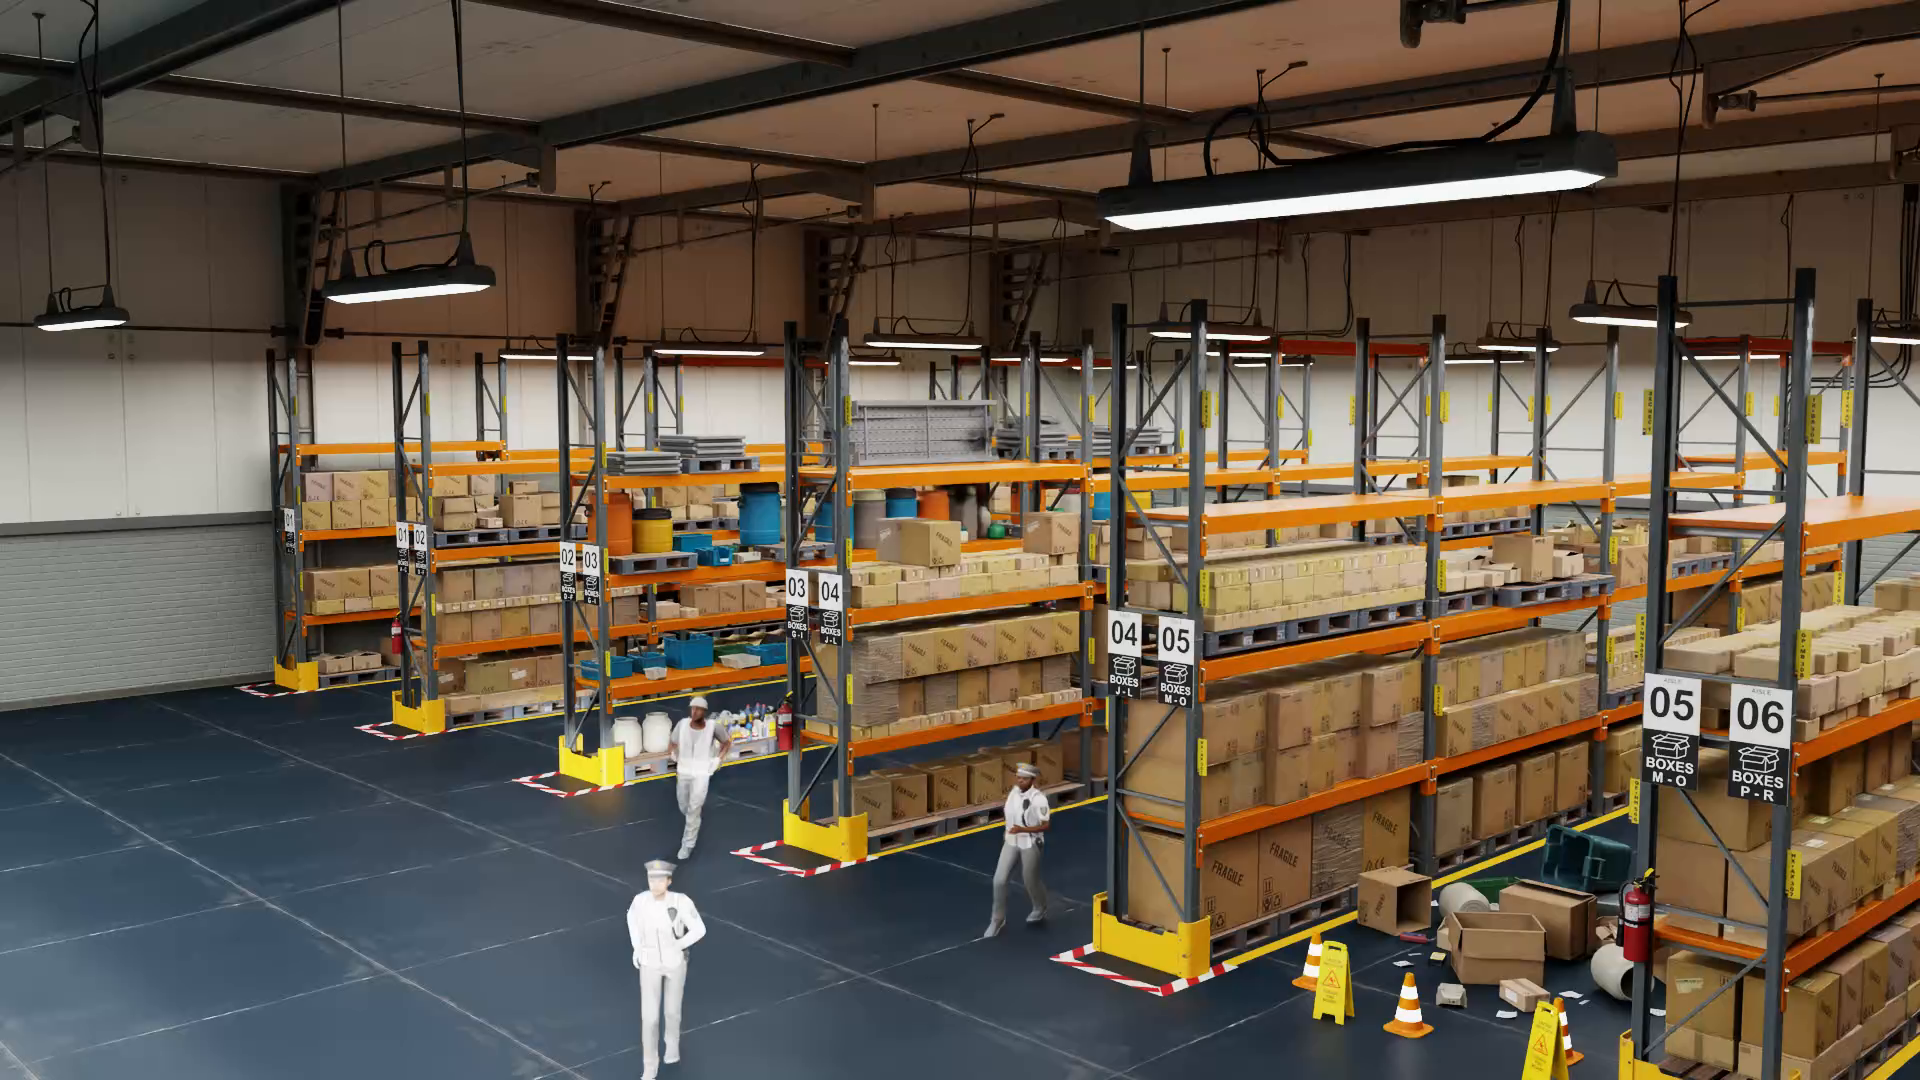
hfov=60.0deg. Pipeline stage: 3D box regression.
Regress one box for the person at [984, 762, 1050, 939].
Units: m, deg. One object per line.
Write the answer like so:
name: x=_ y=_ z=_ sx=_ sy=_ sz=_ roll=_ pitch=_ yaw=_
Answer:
person: x=0.654 y=2.961 z=15.996 sx=0.585 sy=1.736 sz=0.775 roll=3 pitch=6 yaw=35

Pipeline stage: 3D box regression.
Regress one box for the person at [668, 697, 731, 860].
person: x=-2.974 y=2.653 z=18.894 sx=0.690 sy=1.784 sz=0.879 roll=1 pitch=5 yaw=10

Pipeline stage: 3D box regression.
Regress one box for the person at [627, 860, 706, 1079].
person: x=-2.221 y=3.237 z=12.570 sx=0.606 sy=1.749 sz=0.759 roll=0 pitch=5 yaw=-6
